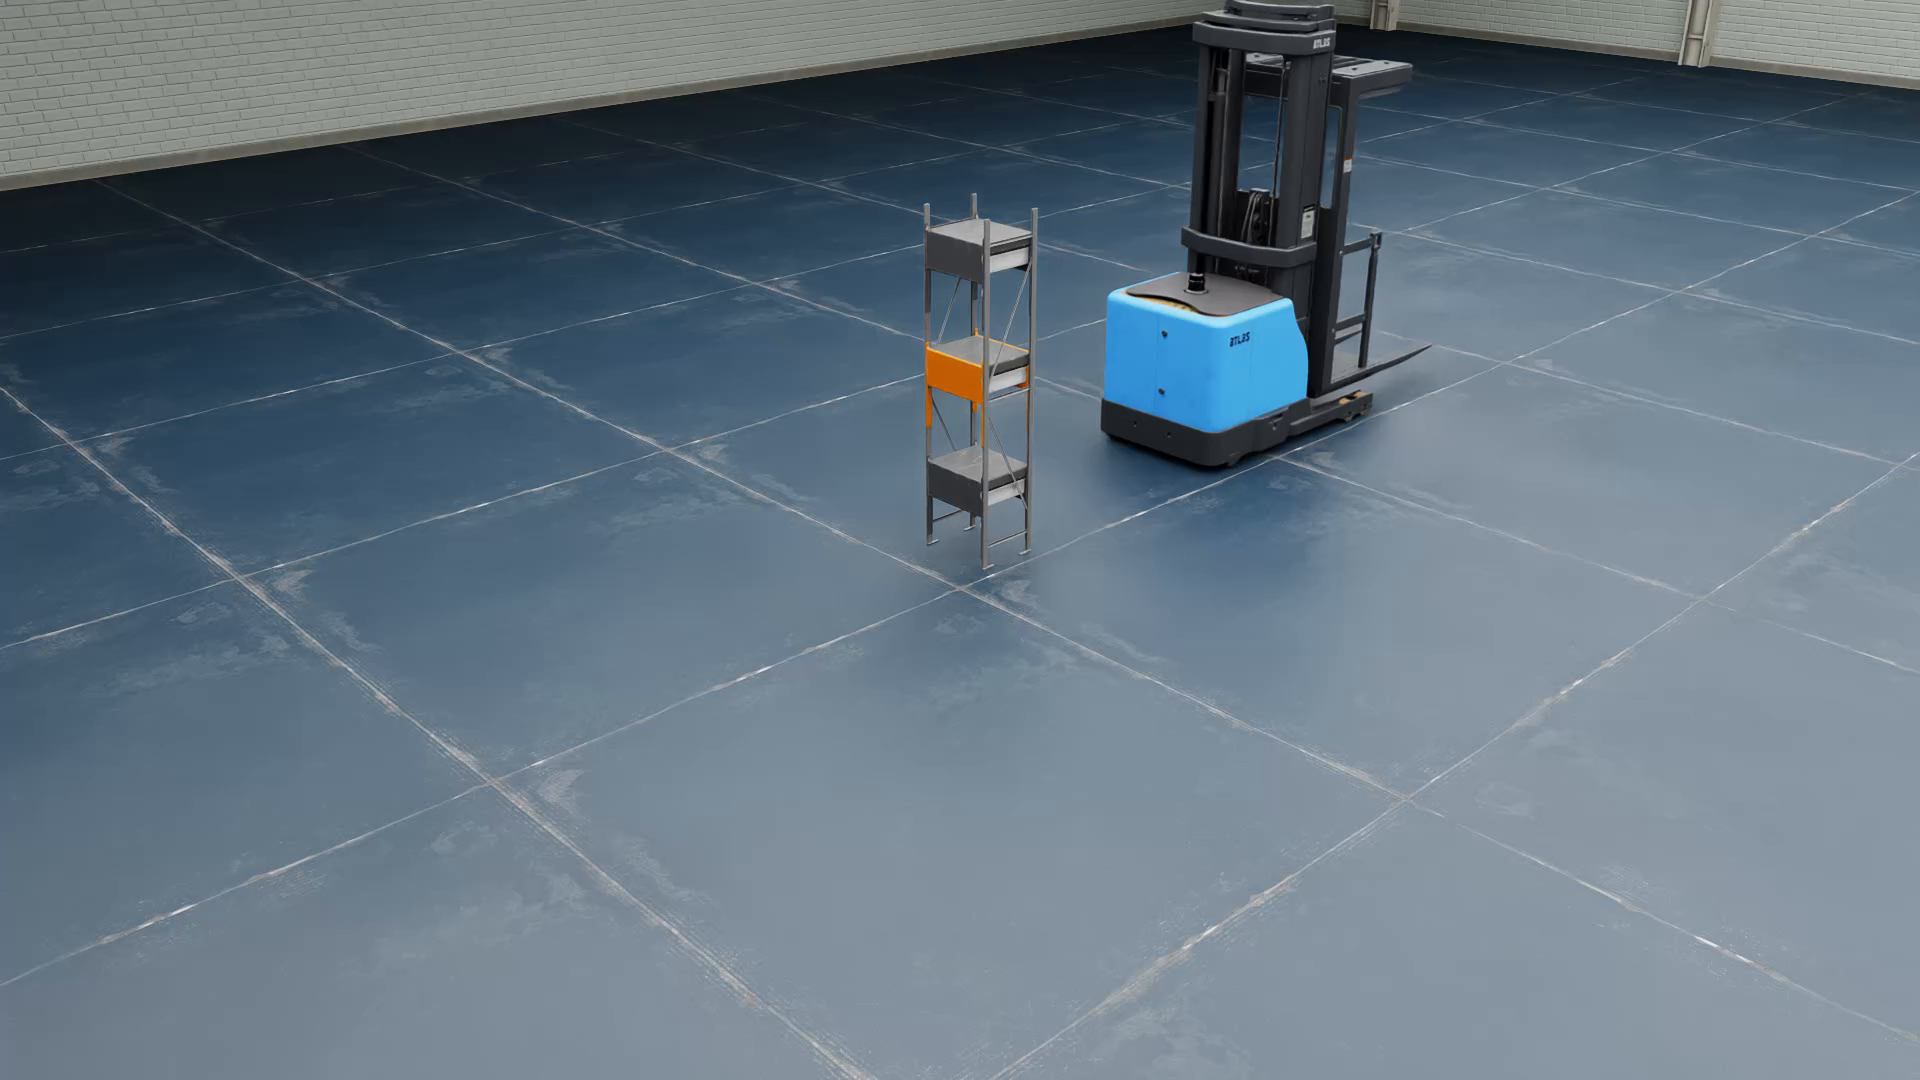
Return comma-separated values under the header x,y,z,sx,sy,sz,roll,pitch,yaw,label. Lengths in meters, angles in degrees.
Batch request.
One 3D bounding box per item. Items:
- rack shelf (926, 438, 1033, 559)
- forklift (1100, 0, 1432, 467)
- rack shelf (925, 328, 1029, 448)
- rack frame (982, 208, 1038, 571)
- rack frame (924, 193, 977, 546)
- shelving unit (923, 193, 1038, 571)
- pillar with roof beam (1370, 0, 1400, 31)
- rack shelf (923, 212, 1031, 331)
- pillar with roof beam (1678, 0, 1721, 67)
x,y,z,sx,sy,sz,roll,pitch,yaw,label
0.113,-0.256,10.000,0.431,0.518,0.480,-21,32,-38,rack shelf
2.406,-2.339,11.845,3.031,2.935,1.130,-22,32,-39,forklift
0.113,-0.893,9.710,0.431,0.518,0.480,-21,32,-38,rack shelf
0.280,-0.831,9.542,0.400,2.100,0.015,-21,32,-38,rack frame
-0.054,-0.979,9.866,0.400,2.100,0.015,-21,32,-38,rack frame
0.113,-0.905,9.704,0.431,2.100,0.503,-21,32,-38,shelving unit
4.847,-12.519,26.851,9.100,9.000,0.400,-21,32,-38,pillar with roof beam
0.113,-1.530,9.419,0.431,0.518,0.480,-21,32,-38,rack shelf
8.948,-10.702,22.866,9.100,9.000,0.400,-21,32,-38,pillar with roof beam
